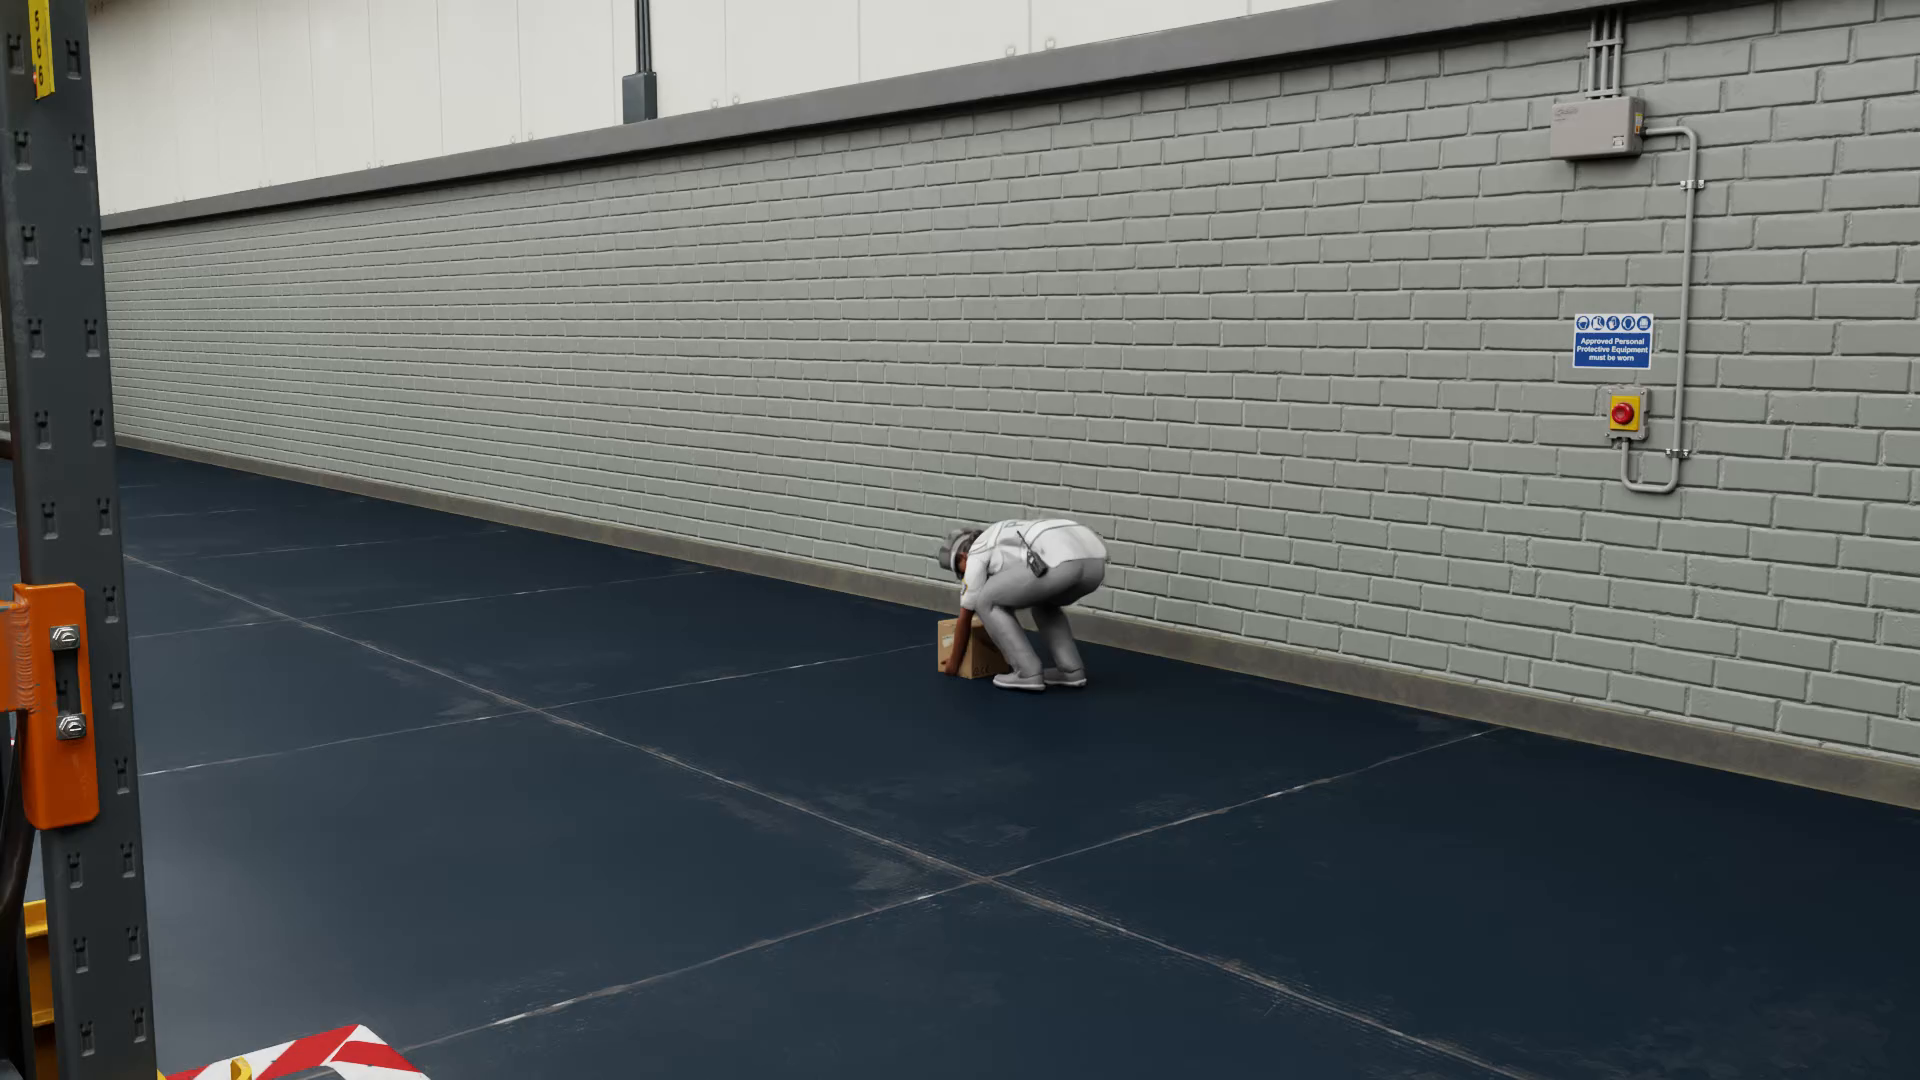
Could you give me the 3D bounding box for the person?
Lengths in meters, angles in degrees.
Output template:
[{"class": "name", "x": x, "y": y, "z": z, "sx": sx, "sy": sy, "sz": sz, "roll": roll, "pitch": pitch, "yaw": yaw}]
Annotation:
[{"class": "person", "x": 0.283, "y": 0.296, "z": 7.915, "sx": 0.456, "sy": 0.823, "sz": 0.919, "roll": -7, "pitch": 10, "yaw": -43}]
